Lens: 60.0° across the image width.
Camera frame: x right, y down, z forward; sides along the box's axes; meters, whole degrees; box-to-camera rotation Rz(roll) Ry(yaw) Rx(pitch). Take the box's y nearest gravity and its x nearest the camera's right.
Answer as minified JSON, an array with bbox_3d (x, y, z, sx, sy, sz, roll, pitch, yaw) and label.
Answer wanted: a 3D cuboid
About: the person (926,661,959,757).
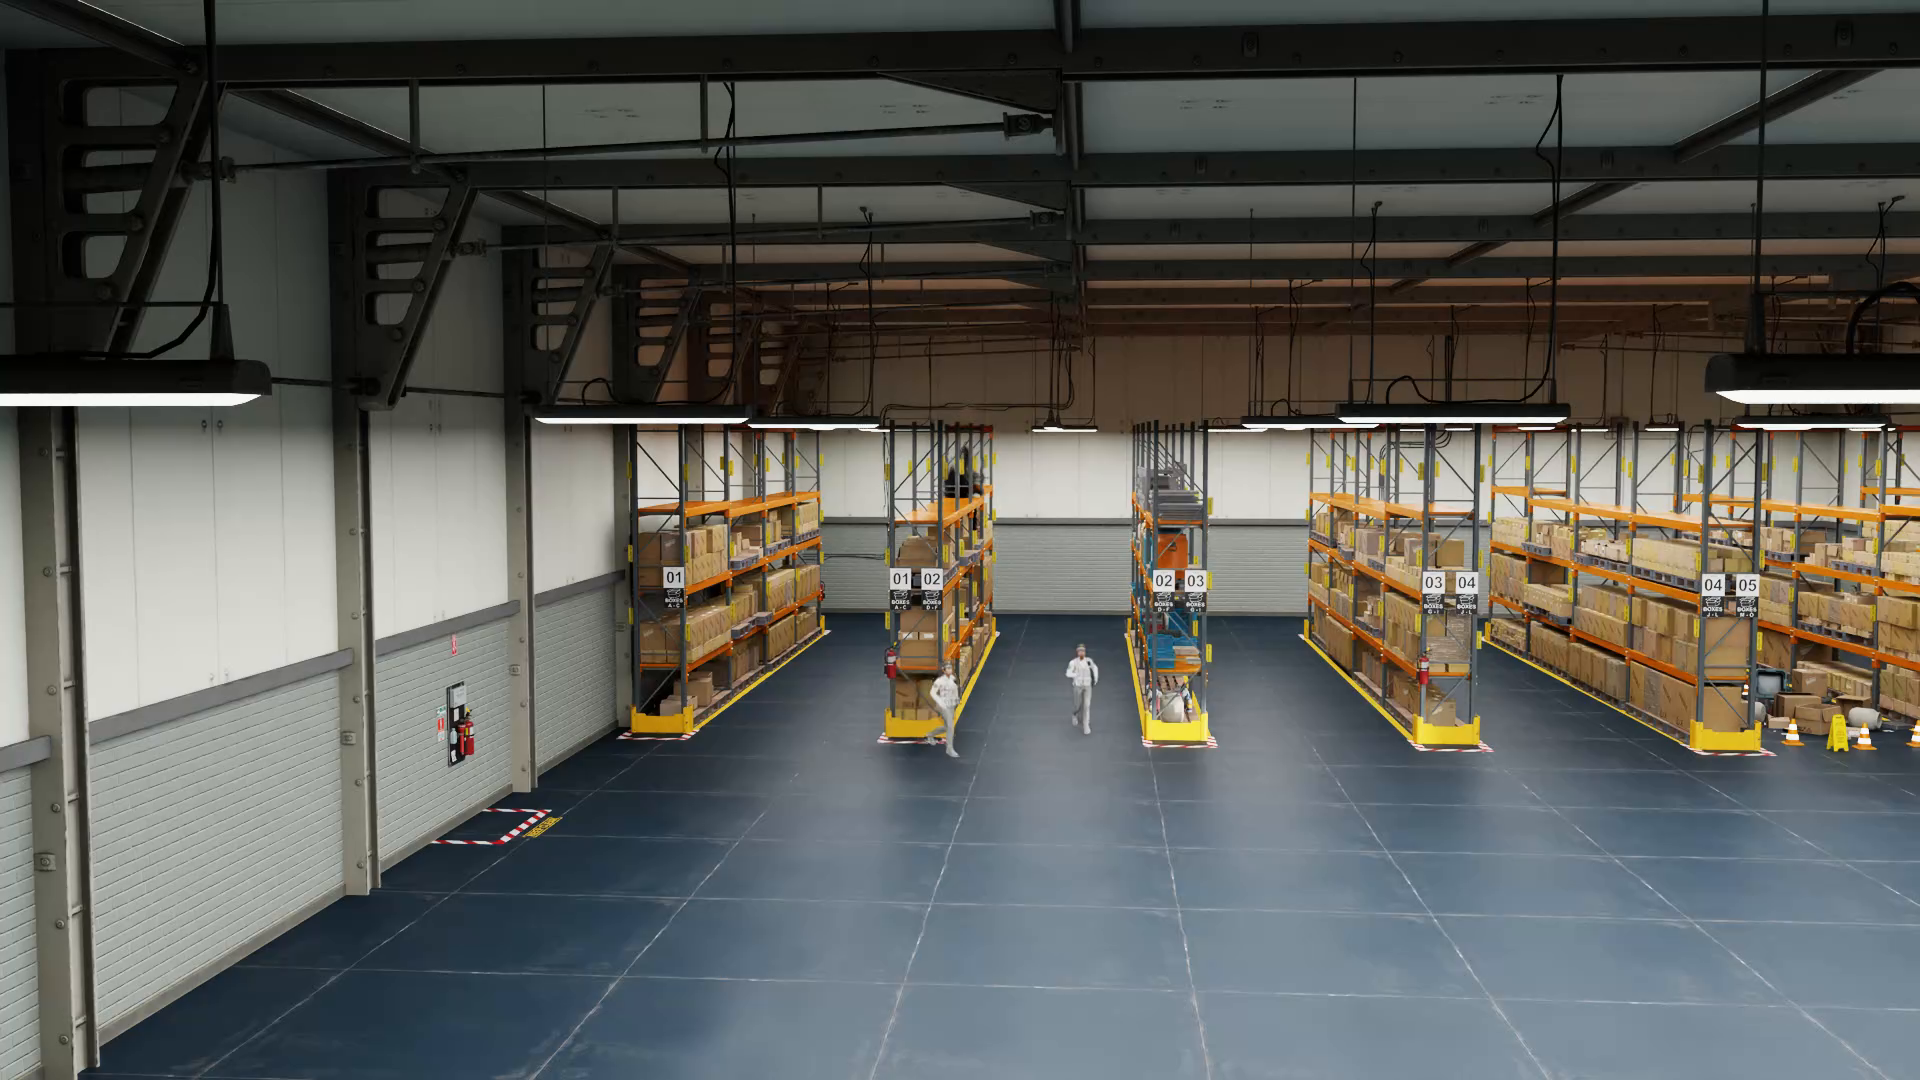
[{"bbox_3d":[-0.293,2.996,29.828,0.773,1.710,0.631,3,5,41],"label":"person"}]

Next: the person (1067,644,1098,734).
[{"bbox_3d":[2.371,2.841,32.113,0.624,1.658,1.000,0,4,-1],"label":"person"}]

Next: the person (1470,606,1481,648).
[{"bbox_3d":[13.328,2.174,43.560,0.598,1.618,0.586,0,4,7],"label":"person"}]
